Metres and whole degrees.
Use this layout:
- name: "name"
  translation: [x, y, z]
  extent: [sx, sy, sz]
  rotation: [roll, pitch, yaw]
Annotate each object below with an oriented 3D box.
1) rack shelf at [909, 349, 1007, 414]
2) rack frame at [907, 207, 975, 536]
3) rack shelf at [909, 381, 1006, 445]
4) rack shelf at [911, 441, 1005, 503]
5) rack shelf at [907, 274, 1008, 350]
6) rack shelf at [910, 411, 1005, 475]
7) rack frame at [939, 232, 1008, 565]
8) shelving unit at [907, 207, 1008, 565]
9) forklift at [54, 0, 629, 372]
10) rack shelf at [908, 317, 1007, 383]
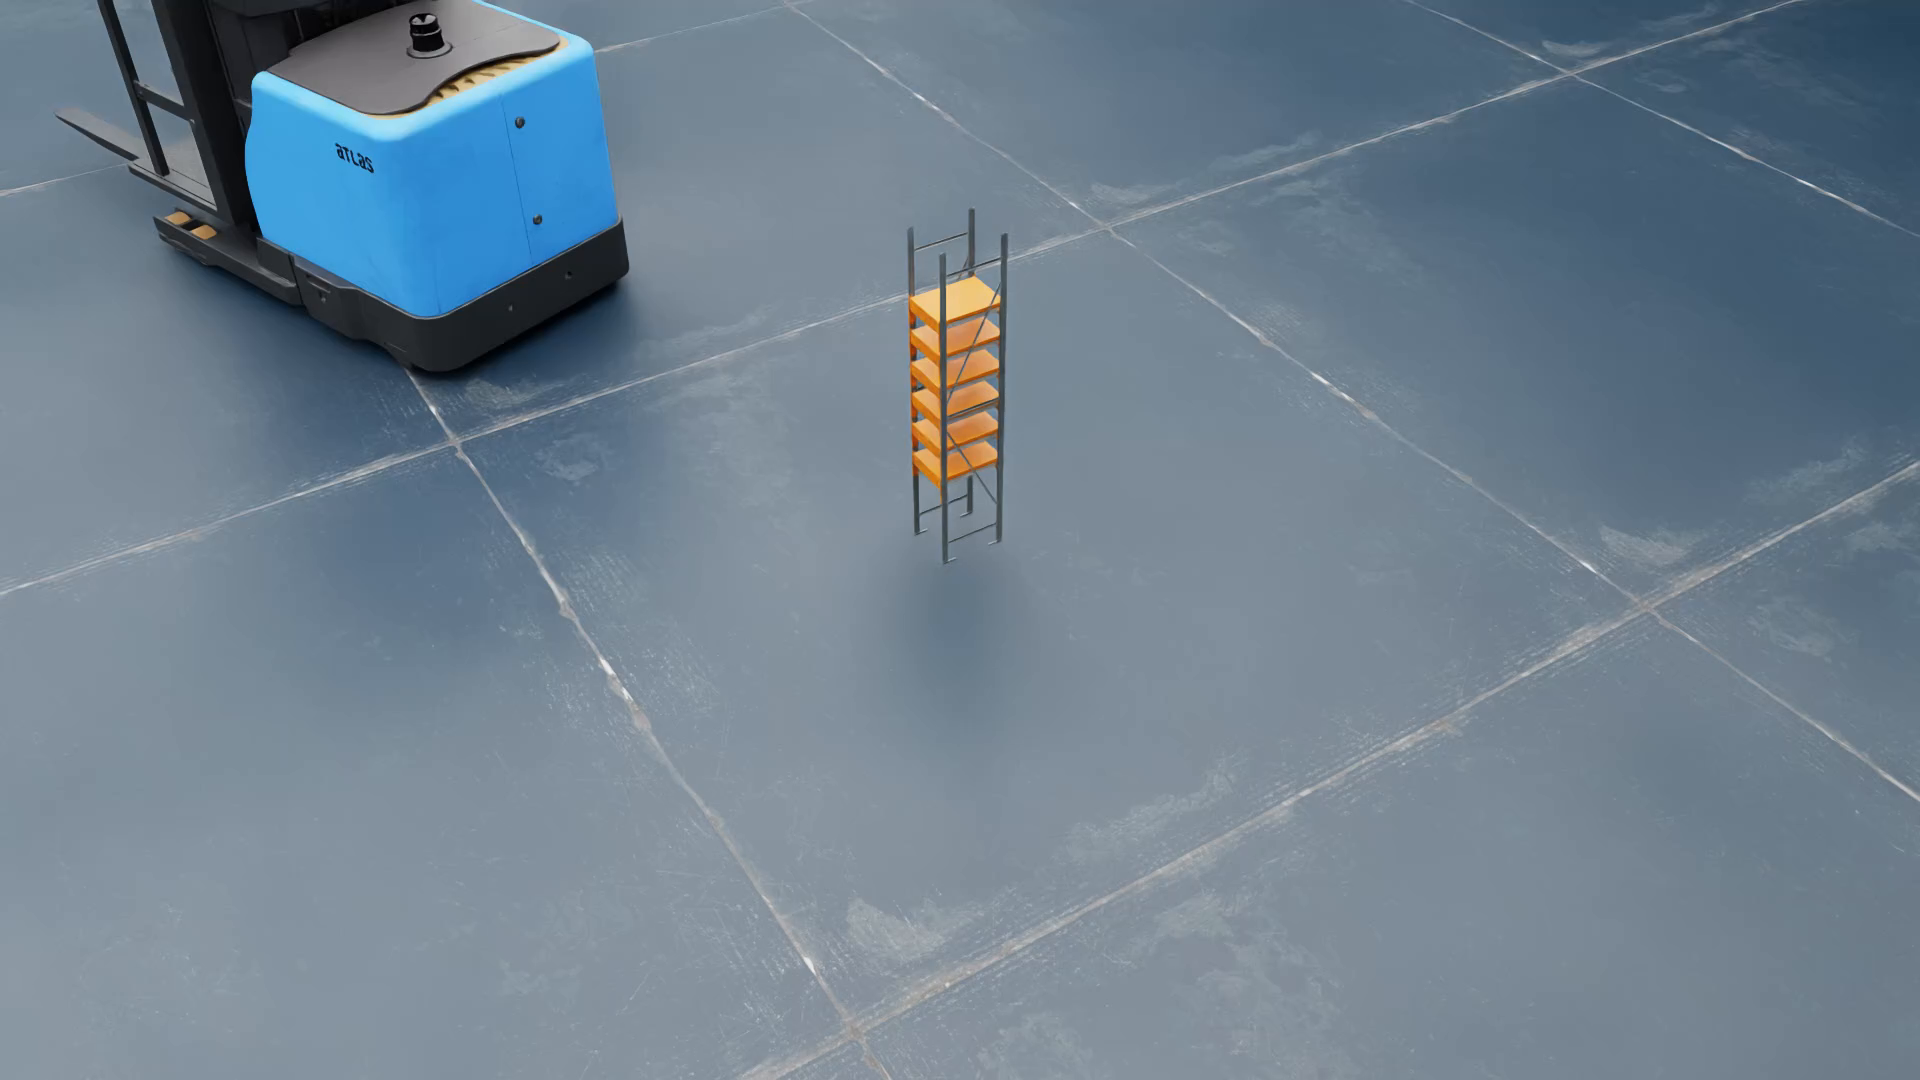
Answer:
- name: "rack shelf"
  translation: [-0.008, -0.527, 5.327]
  extent: [0.258, 0.103, 0.180]
  rotation: [-22, 45, -24]
- name: "rack frame"
  translation: [-0.057, -0.518, 5.435]
  extent: [0.240, 1.200, 0.006]
  rotation: [-22, 45, -24]
- name: "rack shelf"
  translation: [-0.008, -0.435, 5.404]
  extent: [0.258, 0.103, 0.180]
  rotation: [-22, 45, -24]
- name: "rack shelf"
  translation: [-0.008, -0.250, 5.557]
  extent: [0.258, 0.103, 0.180]
  rotation: [-22, 45, -24]
- name: "rack shelf"
  translation: [-0.008, -0.711, 5.173]
  extent: [0.258, 0.103, 0.180]
  rotation: [-22, 45, -24]
- name: "rack shelf"
  translation: [-0.008, -0.342, 5.481]
  extent: [0.258, 0.103, 0.180]
  rotation: [-22, 45, -24]
- name: "rack frame"
  translation: [0.041, -0.419, 5.316]
  extent: [0.240, 1.200, 0.006]
  rotation: [-22, 45, -24]
- name: "shelving unit"
  translation: [-0.008, -0.469, 5.375]
  extent: [0.258, 1.200, 0.189]
  rotation: [-22, 45, -24]
- name: "forklift"
  translation: [-2.868, -2.551, 6.521]
  extent: [3.031, 2.935, 1.130]
  rotation: [26, 47, 28]
- name: "rack shelf"
  translation: [-0.008, -0.619, 5.250]
  extent: [0.258, 0.103, 0.180]
  rotation: [-22, 45, -24]
